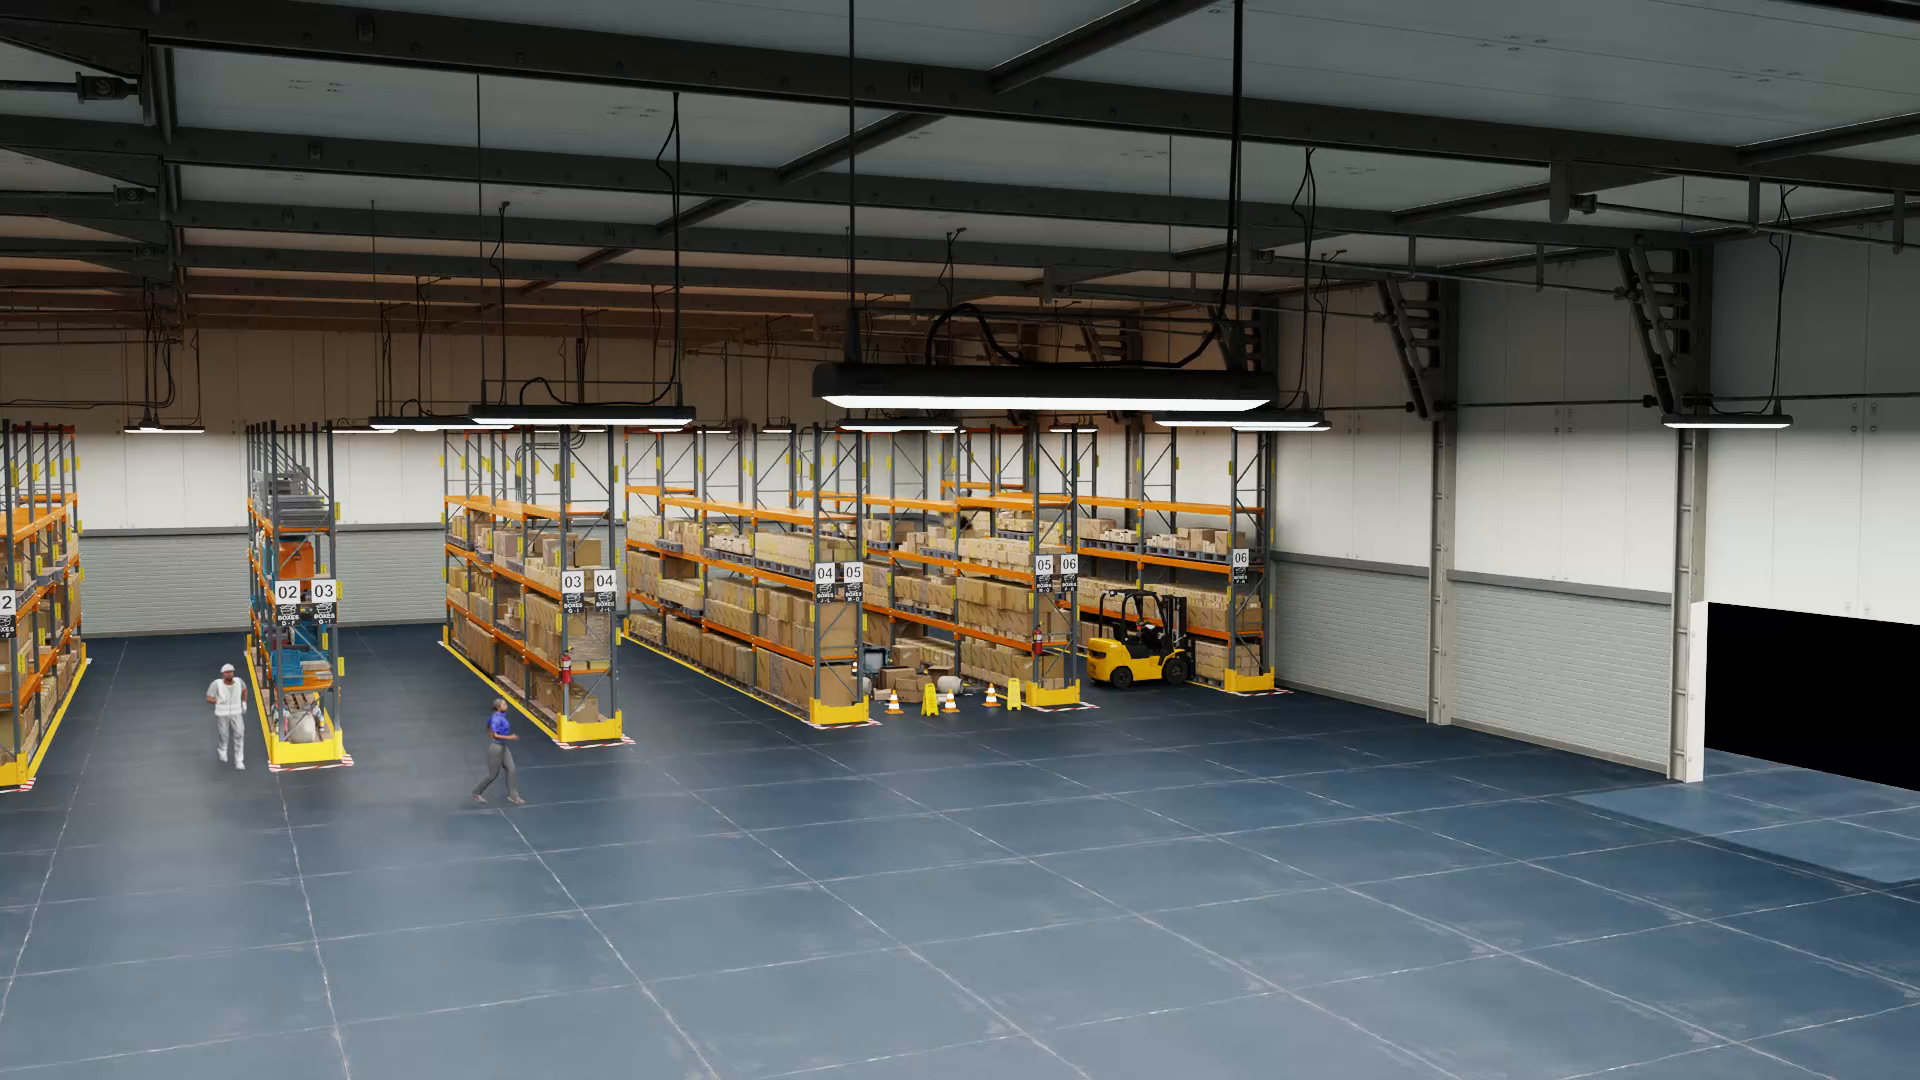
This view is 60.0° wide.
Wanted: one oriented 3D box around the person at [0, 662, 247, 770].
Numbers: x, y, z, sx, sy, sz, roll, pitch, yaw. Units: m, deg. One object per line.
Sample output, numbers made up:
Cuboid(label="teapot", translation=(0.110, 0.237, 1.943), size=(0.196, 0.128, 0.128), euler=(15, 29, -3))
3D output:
Cuboid(label="person", translation=(-14.167, 3.001, 28.162), size=(3.874, 1.961, 1.625), euler=(-2, 4, -35))

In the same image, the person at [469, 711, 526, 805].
Cuboid(label="person", translation=(-7.172, 3.406, 25.747), size=(0.846, 1.449, 0.532), euler=(0, 4, -2))

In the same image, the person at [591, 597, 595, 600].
Cuboid(label="person", translation=(-10.431, 1.893, 48.117), size=(0.599, 1.657, 0.740), euler=(2, 4, 33))

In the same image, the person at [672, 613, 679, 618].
Cuboid(label="person", translation=(-8.225, 1.763, 48.858), size=(0.676, 1.576, 0.712), euler=(3, 5, 39))
